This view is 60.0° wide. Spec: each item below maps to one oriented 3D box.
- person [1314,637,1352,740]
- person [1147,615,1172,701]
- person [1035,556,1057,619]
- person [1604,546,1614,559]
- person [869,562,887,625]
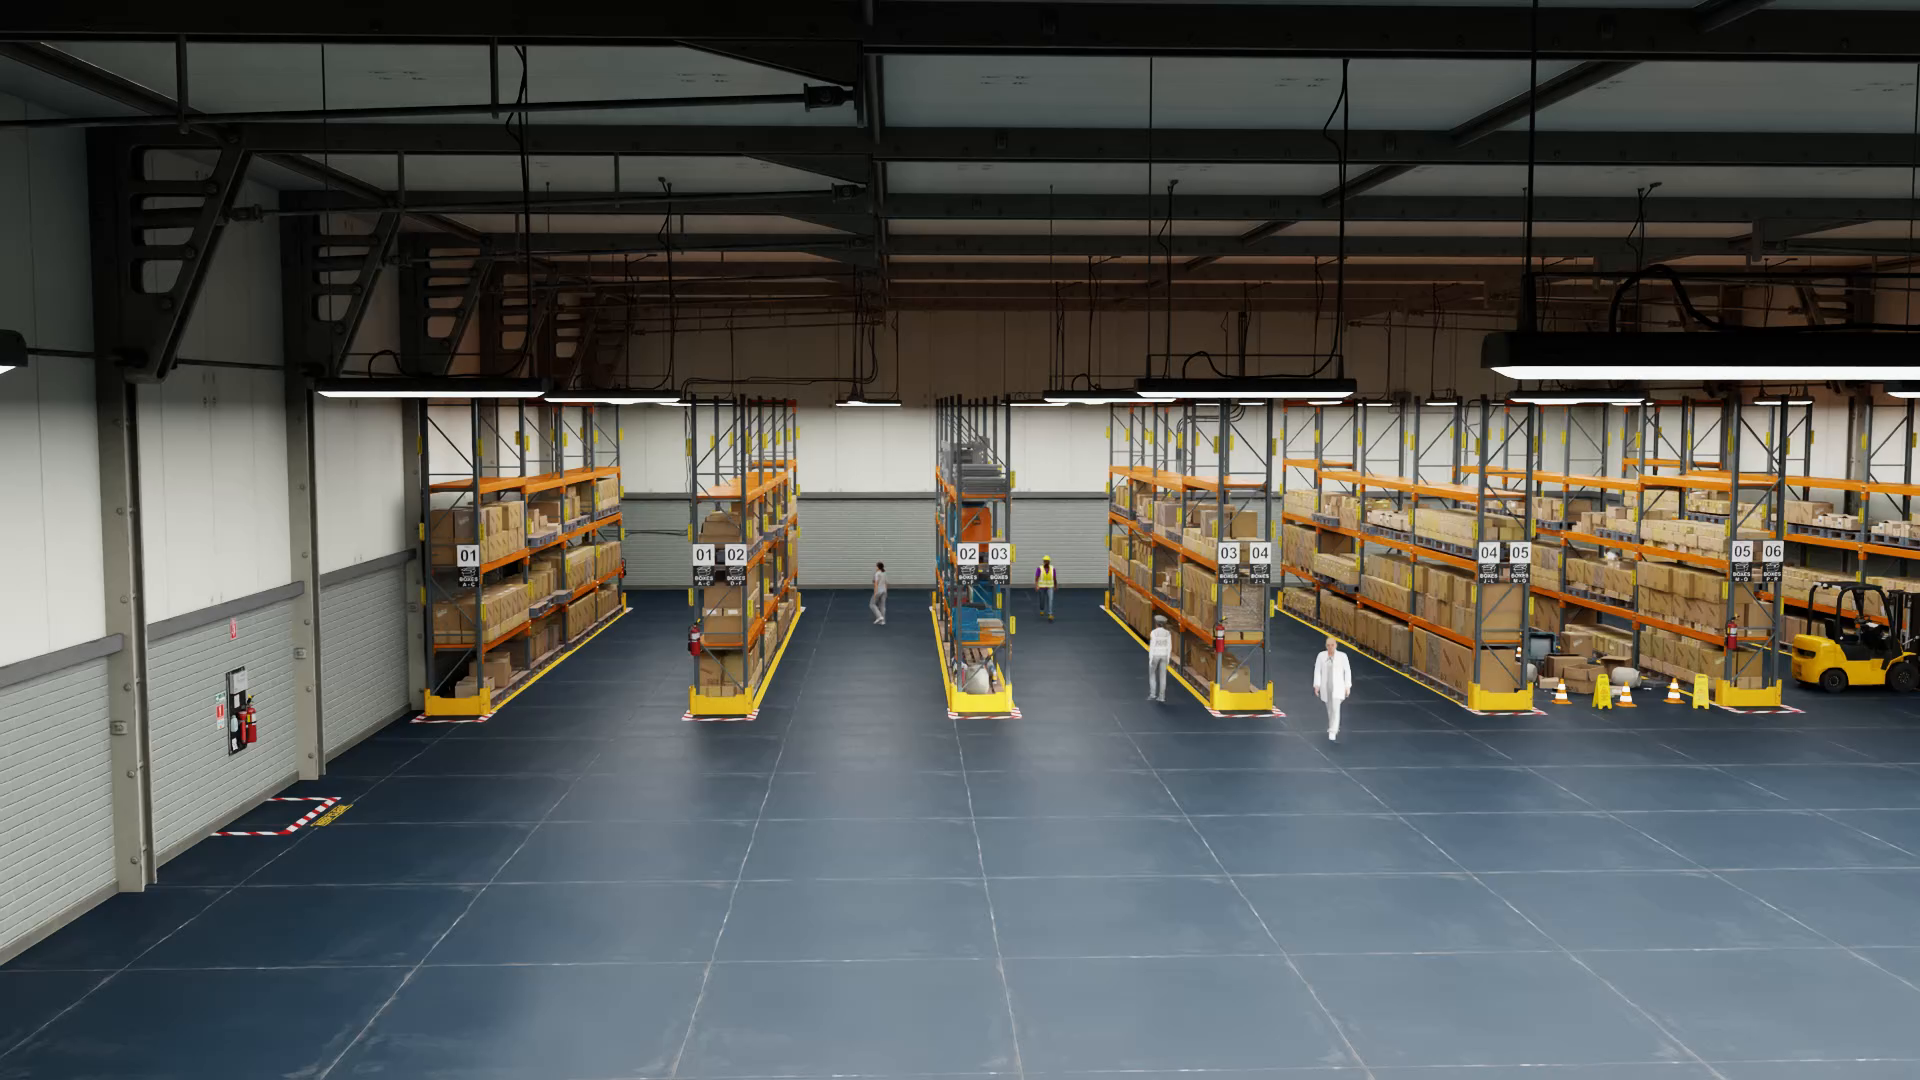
[{"bbox_3d":[6.440,2.558,28.870,0.607,1.734,1.067,3,5,33],"label":"person"},{"bbox_3d":[3.928,2.346,32.610,0.489,1.736,0.580,-1,5,-6],"label":"person"},{"bbox_3d":[2.357,1.287,45.432,0.641,1.714,1.091,0,5,-5],"label":"person"},{"bbox_3d":[19.263,0.941,49.489,0.693,1.755,0.584,0,5,-5],"label":"person"},{"bbox_3d":[-2.111,1.415,44.146,0.461,1.670,0.487,4,6,42],"label":"person"}]
